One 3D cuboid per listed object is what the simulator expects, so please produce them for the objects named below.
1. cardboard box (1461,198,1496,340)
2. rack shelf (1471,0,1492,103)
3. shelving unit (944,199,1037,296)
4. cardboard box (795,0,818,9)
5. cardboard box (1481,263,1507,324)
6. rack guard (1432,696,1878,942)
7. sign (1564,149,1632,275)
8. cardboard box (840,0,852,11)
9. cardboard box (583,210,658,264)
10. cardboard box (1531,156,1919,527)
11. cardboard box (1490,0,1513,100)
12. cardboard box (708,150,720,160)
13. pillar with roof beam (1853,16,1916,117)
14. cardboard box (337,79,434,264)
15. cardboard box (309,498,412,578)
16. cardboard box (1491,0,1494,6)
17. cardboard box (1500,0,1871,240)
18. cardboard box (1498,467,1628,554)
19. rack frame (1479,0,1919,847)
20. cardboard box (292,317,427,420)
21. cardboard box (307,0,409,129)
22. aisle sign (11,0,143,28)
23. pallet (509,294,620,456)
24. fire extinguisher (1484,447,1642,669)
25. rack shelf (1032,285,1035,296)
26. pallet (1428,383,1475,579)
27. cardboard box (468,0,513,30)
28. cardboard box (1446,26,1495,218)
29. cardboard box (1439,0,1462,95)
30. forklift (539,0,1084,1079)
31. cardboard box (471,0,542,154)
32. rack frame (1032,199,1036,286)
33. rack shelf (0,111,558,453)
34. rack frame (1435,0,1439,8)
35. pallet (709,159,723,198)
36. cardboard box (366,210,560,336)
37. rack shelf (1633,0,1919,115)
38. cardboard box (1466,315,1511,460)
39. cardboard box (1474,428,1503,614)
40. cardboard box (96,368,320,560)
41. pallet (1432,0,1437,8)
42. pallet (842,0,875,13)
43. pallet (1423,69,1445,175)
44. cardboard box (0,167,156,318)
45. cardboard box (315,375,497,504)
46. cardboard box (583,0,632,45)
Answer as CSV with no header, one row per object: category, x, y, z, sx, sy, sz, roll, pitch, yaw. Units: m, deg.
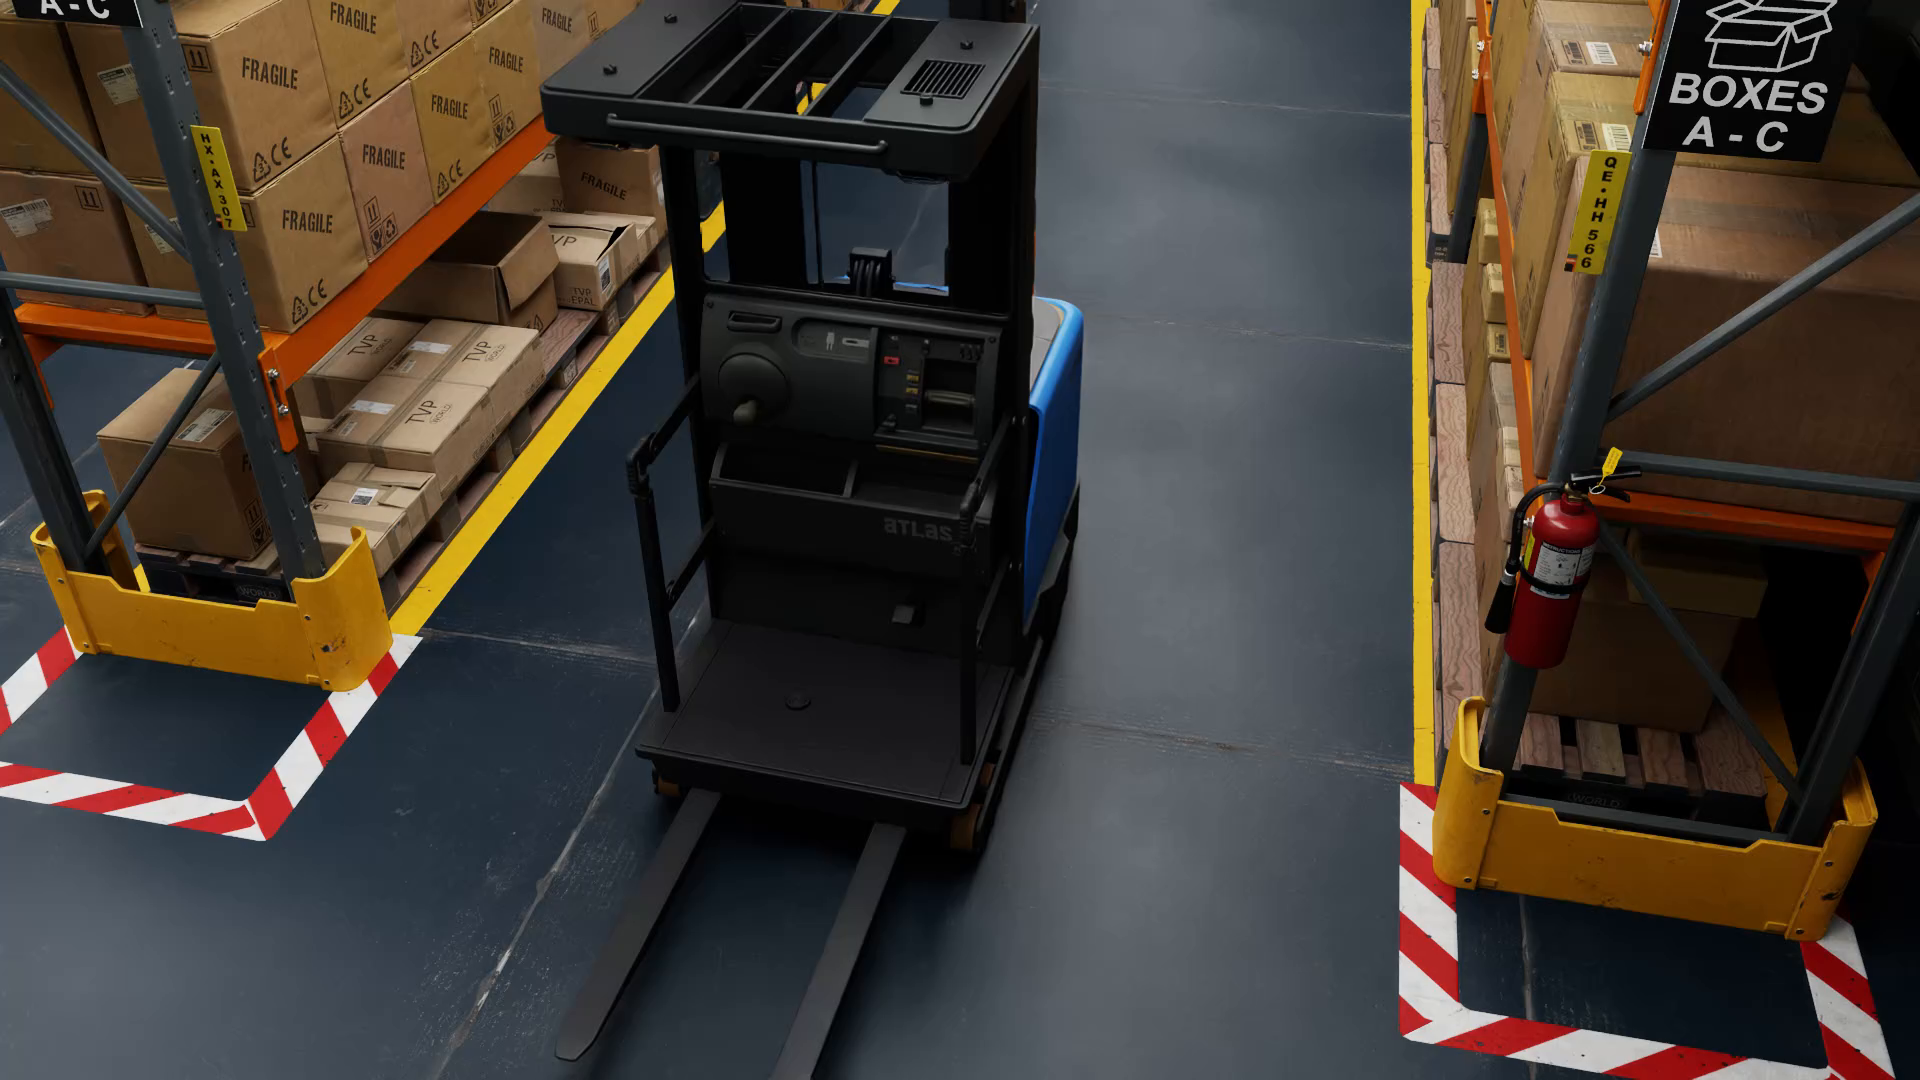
cardboard box,2.704,-1.204,7.627,0.700,0.500,0.500,8,37,11
rack shelf,3.391,-3.317,9.383,1.077,0.370,4.000,7,37,10
shelving unit,0.123,-0.733,6.739,0.258,1.200,0.503,9,37,12
cardboard box,-1.209,-3.376,10.607,0.500,0.500,0.500,6,36,8
cardboard box,2.341,-0.994,6.784,0.380,0.149,0.250,6,36,9
rack guard,2.104,0.858,5.141,1.175,0.500,0.348,7,37,10
sign,1.582,-0.809,4.122,0.100,0.325,0.005,7,37,10
cardboard box,-0.992,-3.974,11.432,0.500,0.500,0.500,9,37,12
cardboard box,-1.742,-1.519,8.345,0.380,0.149,0.250,7,37,10
cardboard box,2.209,-0.583,4.743,0.980,0.700,0.700,9,37,12
cardboard box,2.832,-2.274,7.076,0.980,0.700,0.700,8,37,11
cardboard box,-1.535,-2.493,9.389,0.500,0.500,0.500,6,36,8
pillar with roof beam,-0.546,-4.921,5.871,9.100,9.000,0.400,7,37,10
cardboard box,-2.273,-1.345,5.965,0.500,0.500,0.500,7,37,10
cardboard box,-2.306,-0.008,6.259,0.380,0.149,0.250,7,37,10
cardboard box,2.759,-2.597,7.975,0.380,0.149,0.250,8,37,10
cardboard box,2.525,-1.438,5.922,0.980,0.700,0.700,6,36,8
cardboard box,2.011,-0.099,5.550,0.380,0.149,0.250,7,37,9
rack frame,2.109,-0.168,4.426,1.000,3.000,0.127,7,37,10
cardboard box,-2.623,-0.735,7.177,0.500,0.250,0.500,7,37,10
cardboard box,-2.274,-1.754,5.677,0.500,0.500,0.500,8,37,10
aisle sign,-2.458,-1.764,4.412,0.394,0.787,0.004,7,37,10
pallet,-2.282,-0.856,7.751,1.003,0.211,1.213,7,37,10
fire extinguisher,1.626,0.043,4.519,0.296,0.674,0.183,7,37,10
rack shelf,0.123,-0.860,6.647,0.258,0.148,0.480,9,37,12
pallet,2.467,-0.205,6.853,1.003,0.211,1.213,7,37,10
cardboard box,-2.055,-2.332,6.474,0.500,0.500,0.500,7,37,10
cardboard box,2.976,-2.150,8.635,0.750,0.750,0.750,8,37,11
cardboard box,3.340,-3.148,10.011,0.750,0.750,0.750,7,37,10
forklift,-0.389,-0.433,4.850,1.130,2.935,3.031,9,37,12
cardboard box,-2.055,-1.919,6.757,0.500,0.500,0.500,8,37,11
rack frame,0.184,-0.872,6.931,0.240,1.200,0.015,9,37,12
rack shelf,-2.304,-1.642,7.073,1.077,0.370,4.000,7,37,10
rack frame,3.818,-4.755,10.754,1.000,3.000,0.127,7,37,10
pallet,-1.740,-2.422,9.912,1.003,0.211,1.213,7,37,10
cardboard box,-2.273,-1.170,7.561,0.797,0.503,0.637,7,37,10
rack shelf,2.537,-2.238,5.339,1.077,0.370,4.000,7,37,10
cardboard box,2.482,-0.622,6.824,0.700,0.500,0.500,8,37,11
cardboard box,2.268,-0.027,6.003,0.700,0.500,0.500,7,37,10
cardboard box,-2.855,-0.296,6.357,0.500,0.500,0.500,7,37,10
pallet,3.987,-4.074,12.191,1.003,0.211,1.213,7,37,10
pallet,-1.218,-3.821,11.842,1.003,0.211,1.213,7,37,10
pallet,3.313,-2.486,10.000,1.003,0.211,1.213,7,37,10
cardboard box,-2.901,-1.119,5.652,0.500,0.500,0.500,8,37,11
cardboard box,-2.231,-0.415,6.734,0.500,0.250,0.500,7,37,10
cardboard box,-1.841,-2.506,7.567,0.500,0.500,0.500,8,37,11
